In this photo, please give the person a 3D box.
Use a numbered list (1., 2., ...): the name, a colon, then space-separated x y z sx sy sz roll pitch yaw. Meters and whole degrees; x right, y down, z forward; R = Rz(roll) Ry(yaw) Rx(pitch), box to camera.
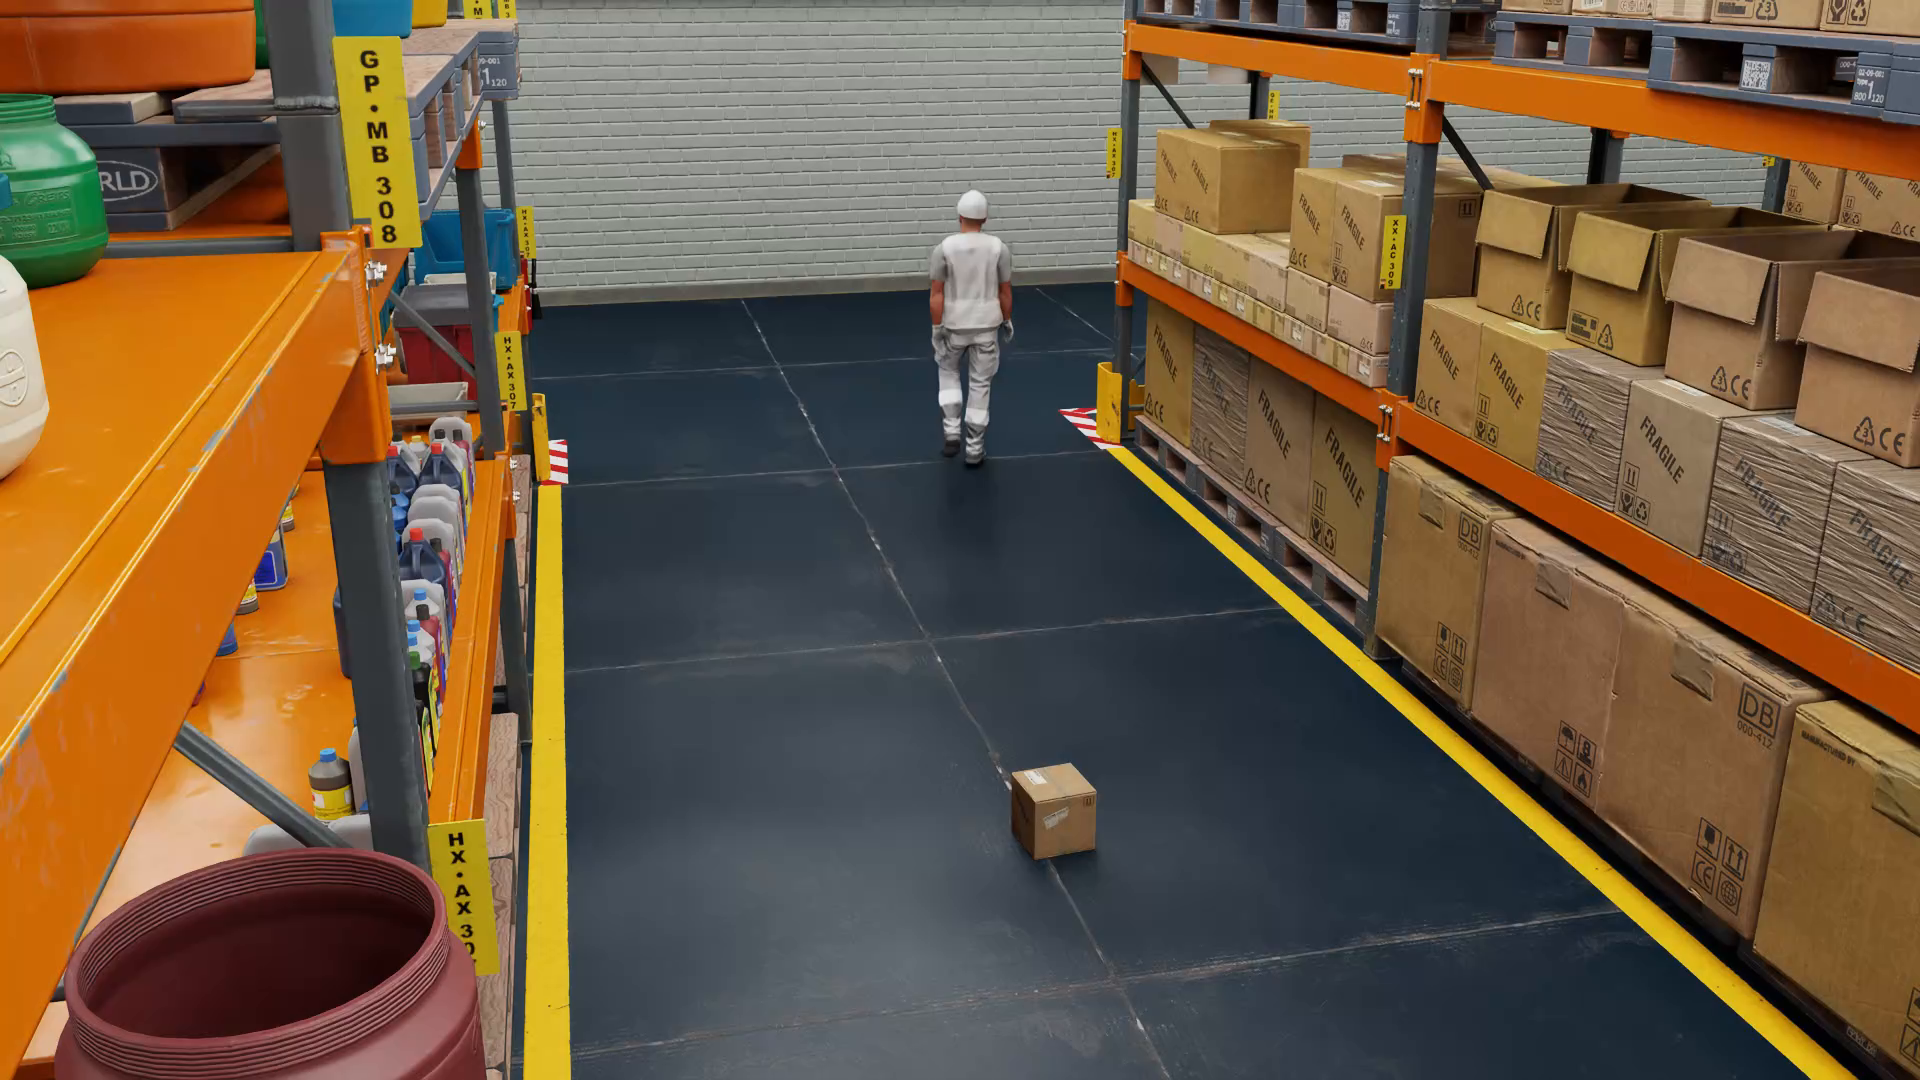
1. person: 0.079 -1.396 10.955 0.553 1.814 0.481 0 19 0
